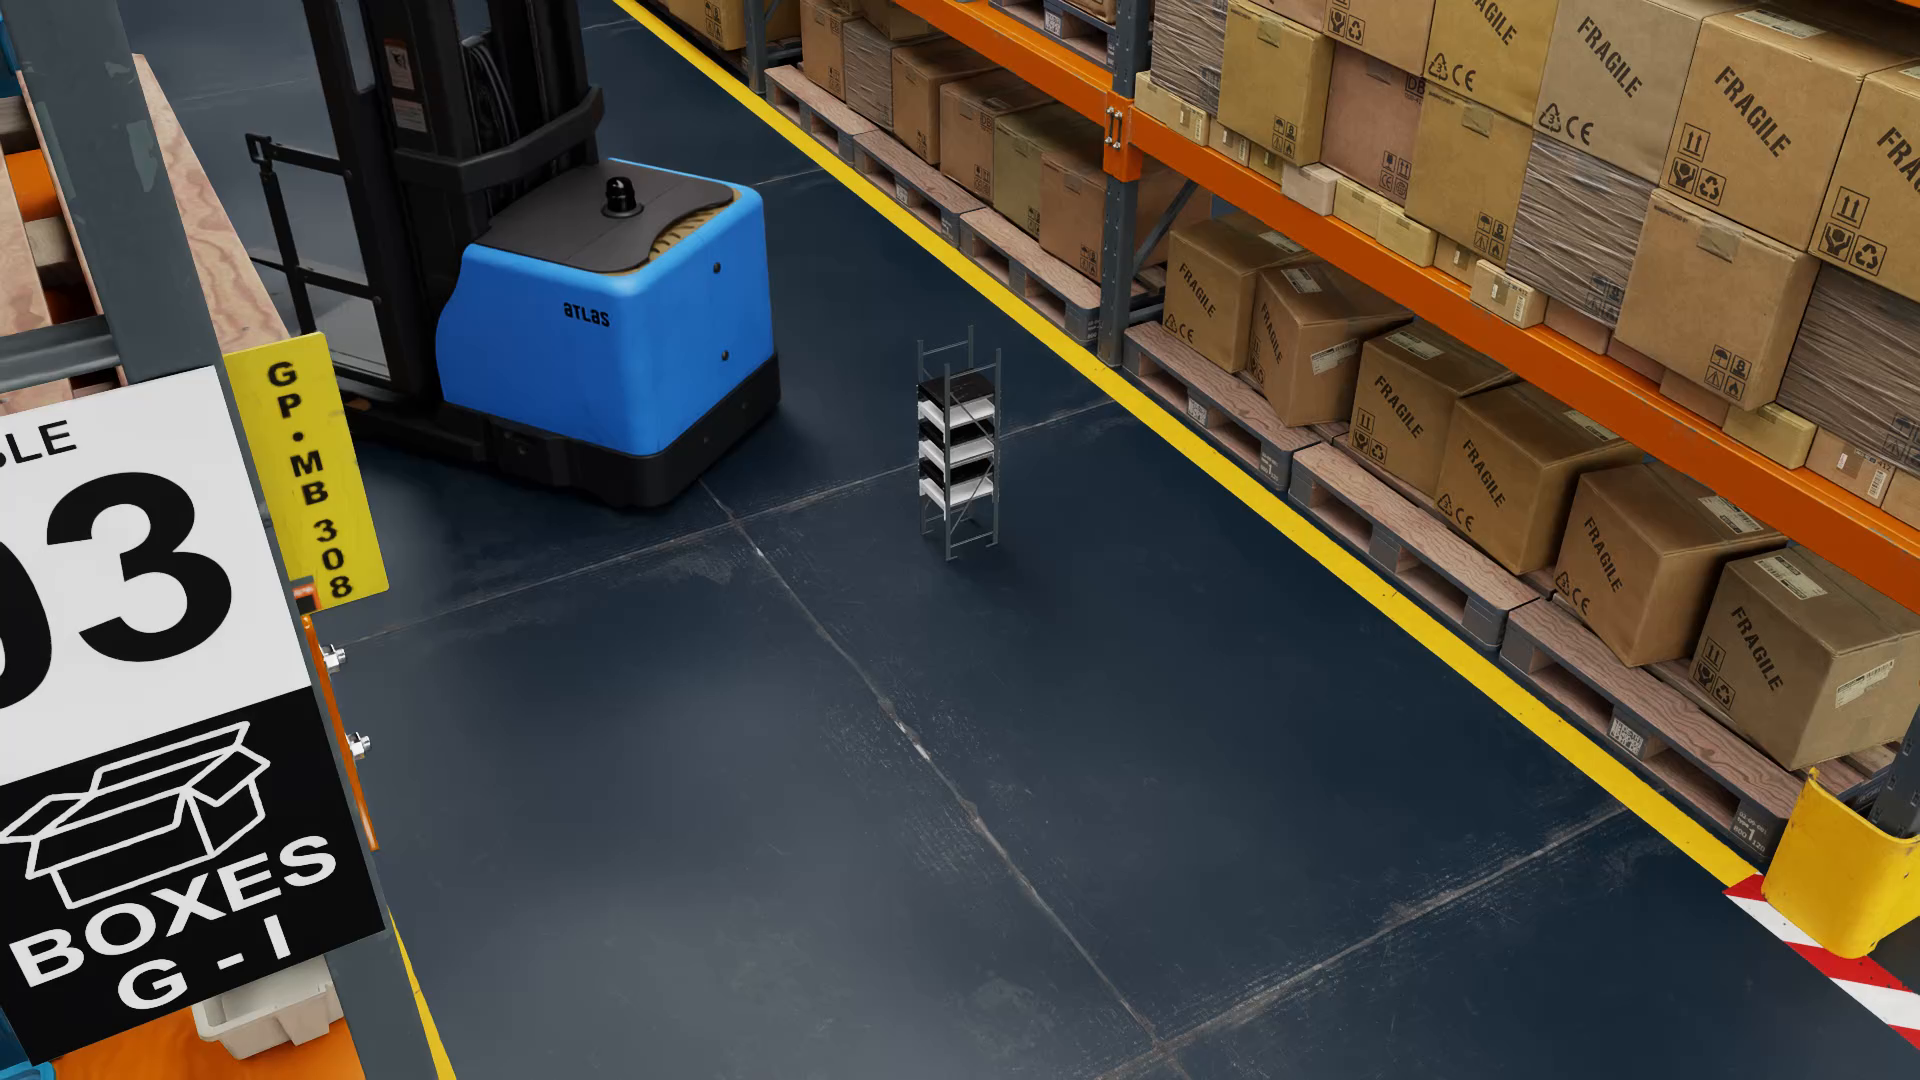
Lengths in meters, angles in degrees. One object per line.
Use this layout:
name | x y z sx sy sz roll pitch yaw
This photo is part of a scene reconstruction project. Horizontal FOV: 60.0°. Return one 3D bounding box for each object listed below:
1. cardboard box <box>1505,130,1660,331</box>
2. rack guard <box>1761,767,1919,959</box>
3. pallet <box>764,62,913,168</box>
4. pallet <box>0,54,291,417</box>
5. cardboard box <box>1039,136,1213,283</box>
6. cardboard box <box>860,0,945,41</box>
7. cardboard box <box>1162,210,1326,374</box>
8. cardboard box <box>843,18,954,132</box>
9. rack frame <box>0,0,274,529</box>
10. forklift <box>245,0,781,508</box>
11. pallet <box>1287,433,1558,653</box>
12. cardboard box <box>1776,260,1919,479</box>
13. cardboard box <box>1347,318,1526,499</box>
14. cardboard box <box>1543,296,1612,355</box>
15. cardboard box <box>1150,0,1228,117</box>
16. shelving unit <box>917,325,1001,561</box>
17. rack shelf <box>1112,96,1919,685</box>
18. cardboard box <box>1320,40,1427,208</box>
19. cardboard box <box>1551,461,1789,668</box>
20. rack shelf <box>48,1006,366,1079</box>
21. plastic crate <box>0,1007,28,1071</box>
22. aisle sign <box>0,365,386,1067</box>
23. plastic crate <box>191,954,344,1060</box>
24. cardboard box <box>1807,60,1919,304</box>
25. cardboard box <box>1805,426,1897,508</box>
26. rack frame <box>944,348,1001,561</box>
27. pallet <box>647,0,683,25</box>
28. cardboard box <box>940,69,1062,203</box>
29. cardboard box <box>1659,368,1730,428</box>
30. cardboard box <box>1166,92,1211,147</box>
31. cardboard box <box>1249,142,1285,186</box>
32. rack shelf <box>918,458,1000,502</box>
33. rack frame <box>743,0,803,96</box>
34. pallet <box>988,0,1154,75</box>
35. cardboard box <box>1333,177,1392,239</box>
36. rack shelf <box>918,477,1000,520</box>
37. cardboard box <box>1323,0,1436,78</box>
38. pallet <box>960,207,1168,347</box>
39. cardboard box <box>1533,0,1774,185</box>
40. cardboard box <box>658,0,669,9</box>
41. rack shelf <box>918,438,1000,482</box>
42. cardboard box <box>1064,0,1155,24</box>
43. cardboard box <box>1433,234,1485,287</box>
cardboard box | 2.302 -1.091 5.363 0.875 0.500 0.500 -19 40 -24
rack guard | 3.086 0.816 5.209 1.175 0.500 0.348 -19 40 -24
pallet | -0.504 -2.709 10.280 1.003 0.211 1.213 -19 40 -24
pallet | -1.490 -0.273 2.197 1.003 0.211 1.213 -19 40 -24
cardboard box | 0.824 -1.682 8.256 0.700 0.500 0.500 -22 42 -27
cardboard box | -0.258 -3.105 9.569 0.500 0.250 0.500 -14 39 -19
cardboard box | 1.281 -1.139 7.529 0.500 0.500 0.500 -20 41 -25
cardboard box | -0.252 -2.788 9.770 0.700 0.500 0.500 -22 42 -28
rack frame | -1.159 -1.110 0.640 1.000 3.000 0.127 -19 40 -24
forklift | -2.365 -1.907 6.876 3.031 2.935 1.130 16 39 21
pallet | 2.099 -0.113 6.726 1.003 0.211 1.213 -19 40 -24
cardboard box | 2.871 -0.604 4.696 0.875 0.500 0.500 -19 40 -24
cardboard box | 1.955 -0.556 6.731 0.500 0.500 0.500 -23 42 -28
cardboard box | 2.160 -0.770 5.474 0.380 0.149 0.250 -19 40 -24
cardboard box | 1.287 -2.107 6.755 0.875 0.500 0.500 -19 40 -24
shelving unit | -0.004 -0.368 6.490 0.258 0.900 0.210 -19 40 -24
rack shelf | 2.119 -0.884 6.027 1.077 0.370 4.000 -19 40 -24
cardboard box | 1.846 -1.617 6.083 0.875 0.500 0.500 -19 40 -24
cardboard box | 2.495 0.067 5.878 0.500 0.500 0.500 -9 37 -12
rack shelf | -2.163 0.584 4.018 1.077 0.370 4.000 -19 40 -24
plastic crate | -1.990 0.874 3.137 0.499 0.251 0.408 -19 40 -24
aisle sign | -0.869 0.213 1.711 0.394 0.787 0.004 -19 40 -24
plastic crate | -1.330 0.868 3.242 0.298 0.136 0.250 -19 40 -24
cardboard box | 2.634 -0.926 4.290 0.500 0.500 0.500 -19 40 -24
cardboard box | 2.677 -0.265 4.783 0.380 0.149 0.250 -19 40 -24
rack frame | 0.047 -0.316 6.419 0.240 0.900 0.006 -19 40 -24
pallet | -1.835 -4.154 12.259 1.003 0.211 1.213 -19 40 -24
cardboard box | 0.320 -2.216 8.987 0.700 0.500 0.500 -23 42 -28
cardboard box | 2.395 -0.509 5.117 0.380 0.149 0.250 -19 40 -24
cardboard box | 1.077 -1.763 6.833 0.380 0.149 0.250 -19 40 -24
cardboard box | 1.360 -1.519 6.499 0.380 0.149 0.250 -19 40 -24
rack shelf | -0.004 -0.268 6.563 0.258 0.077 0.200 -19 40 -24
rack frame | -0.895 -4.234 10.004 1.000 3.000 0.127 -19 40 -24
pallet | 0.856 -2.550 7.861 1.003 0.211 1.213 -19 40 -24
cardboard box | 1.611 -1.264 6.150 0.380 0.149 0.250 -19 40 -24
rack shelf | -0.004 -0.195 6.616 0.258 0.077 0.200 -19 40 -24
cardboard box | 1.624 -1.944 5.684 0.500 0.500 0.500 -19 40 -24
pallet | 0.722 -1.465 8.577 1.003 0.211 1.213 -19 40 -24
cardboard box | 2.129 -1.435 4.987 0.500 0.500 0.500 -19 40 -24
cardboard box | -1.665 -4.361 11.623 1.225 0.875 0.875 -19 40 -24
rack shelf | -0.004 -0.341 6.510 0.258 0.077 0.200 -19 40 -24
cardboard box | 0.836 -3.053 7.522 1.000 1.000 1.000 -19 40 -24
cardboard box | 1.892 -1.019 5.815 0.380 0.149 0.250 -19 40 -24
